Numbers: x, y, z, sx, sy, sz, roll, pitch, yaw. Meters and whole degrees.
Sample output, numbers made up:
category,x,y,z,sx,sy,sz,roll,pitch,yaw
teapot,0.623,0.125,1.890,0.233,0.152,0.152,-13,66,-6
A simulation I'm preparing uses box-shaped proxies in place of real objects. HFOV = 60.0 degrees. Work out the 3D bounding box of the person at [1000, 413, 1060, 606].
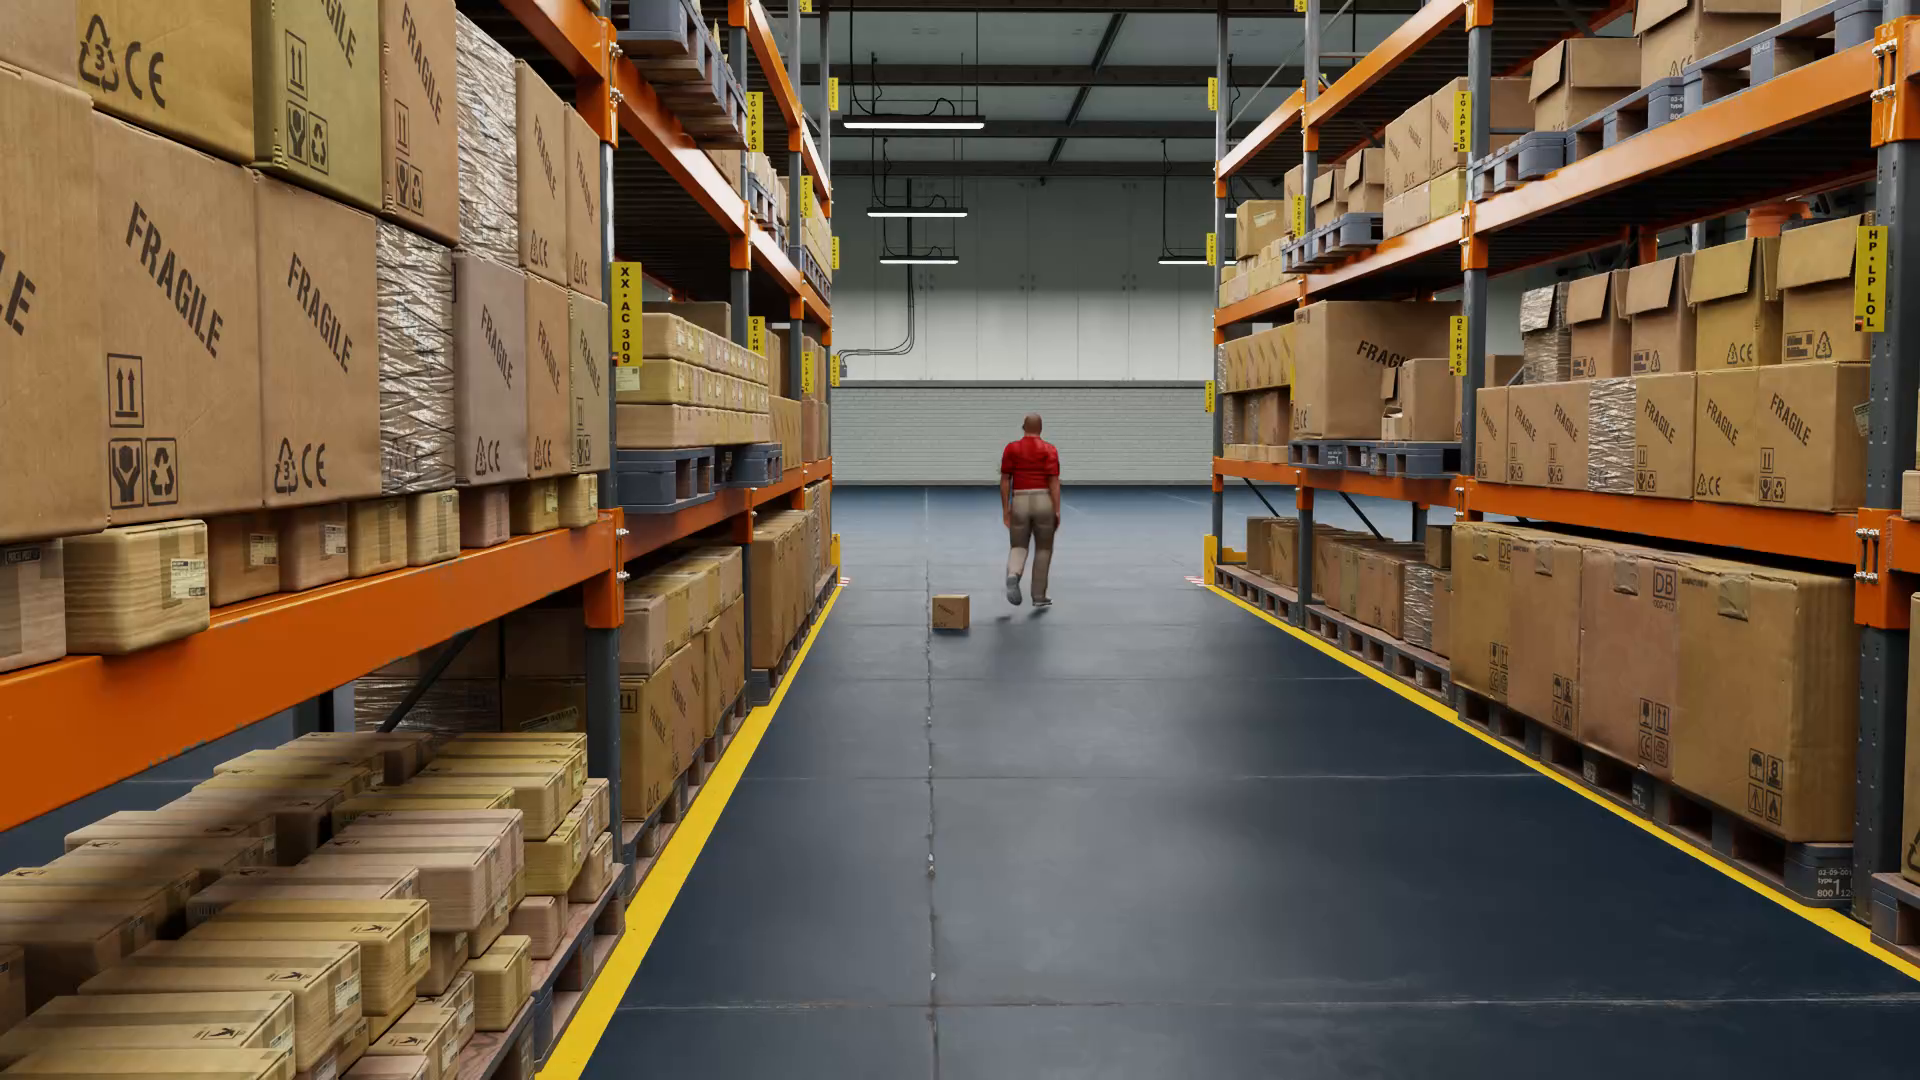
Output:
category,x,y,z,sx,sy,sz,roll,pitch,yaw
person,0.621,-0.266,14.673,0.539,1.709,0.626,1,4,17
